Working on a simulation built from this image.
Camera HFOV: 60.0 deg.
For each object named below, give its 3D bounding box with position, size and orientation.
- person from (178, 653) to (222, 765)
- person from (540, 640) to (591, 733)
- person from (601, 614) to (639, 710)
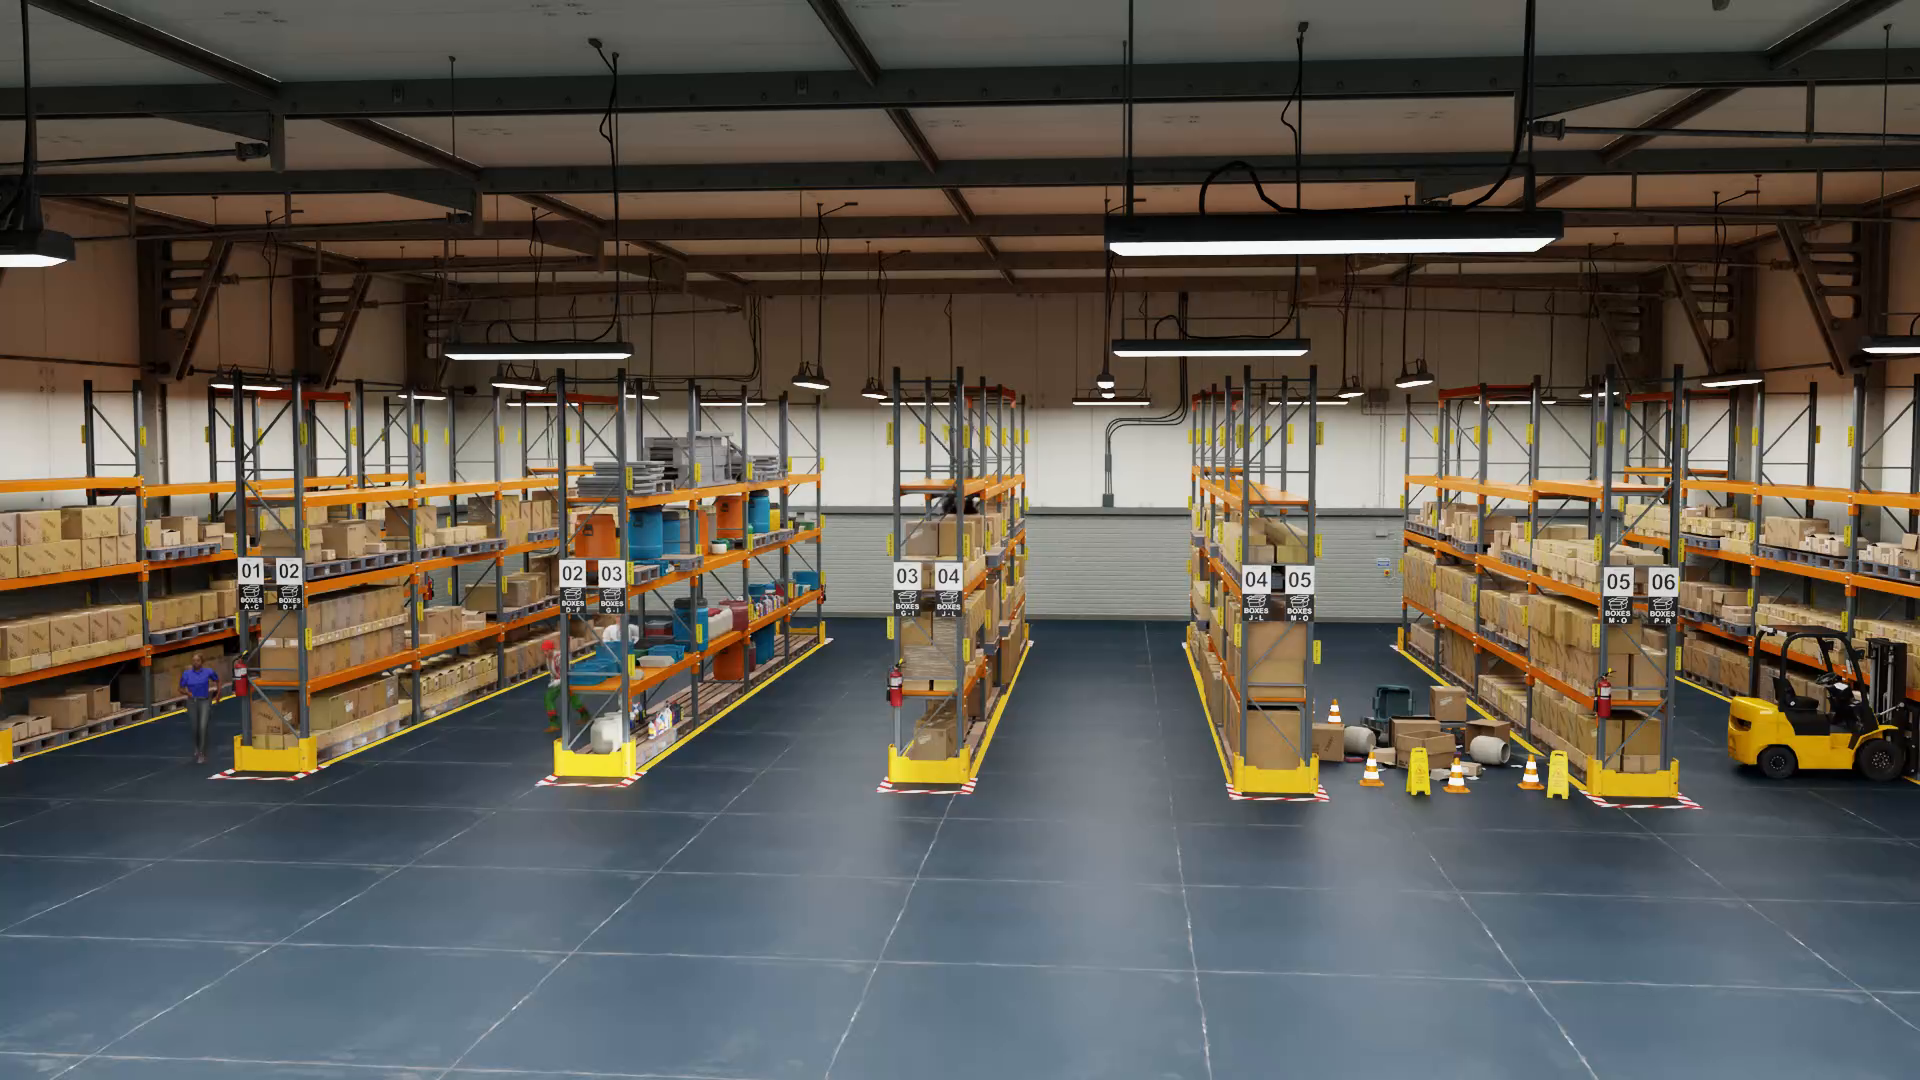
[{"bbox_3d":[-11.740,2.588,25.687,0.592,1.684,0.811,-1,4,-14],"label":"person"},{"bbox_3d":[-6.672,2.436,28.175,0.683,1.582,1.155,2,4,35],"label":"person"},{"bbox_3d":[-6.208,2.208,30.424,0.695,1.828,0.917,0,4,0],"label":"person"}]
